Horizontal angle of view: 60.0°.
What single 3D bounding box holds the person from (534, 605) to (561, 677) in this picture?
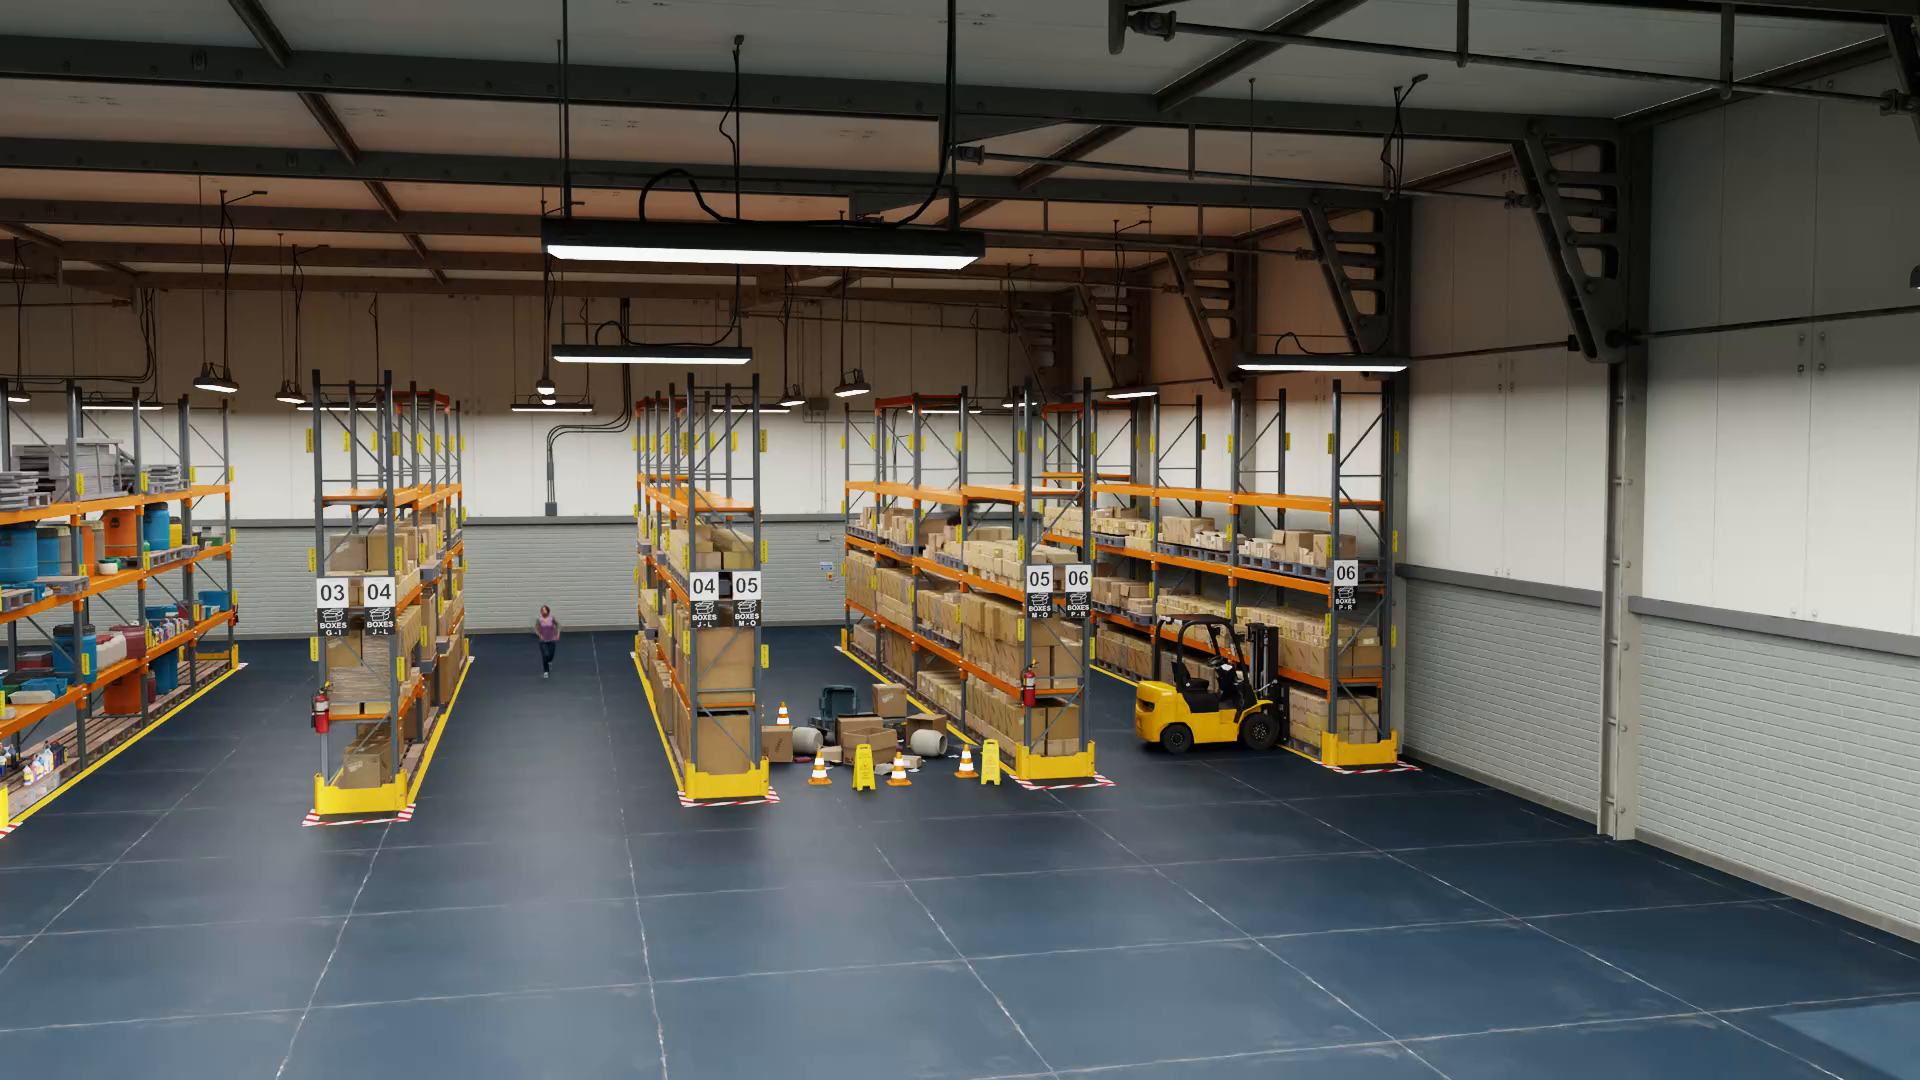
[{"bbox_3d":[-8.842,2.175,35.645,0.560,1.558,0.605,-1,3,-11],"label":"person"}]
